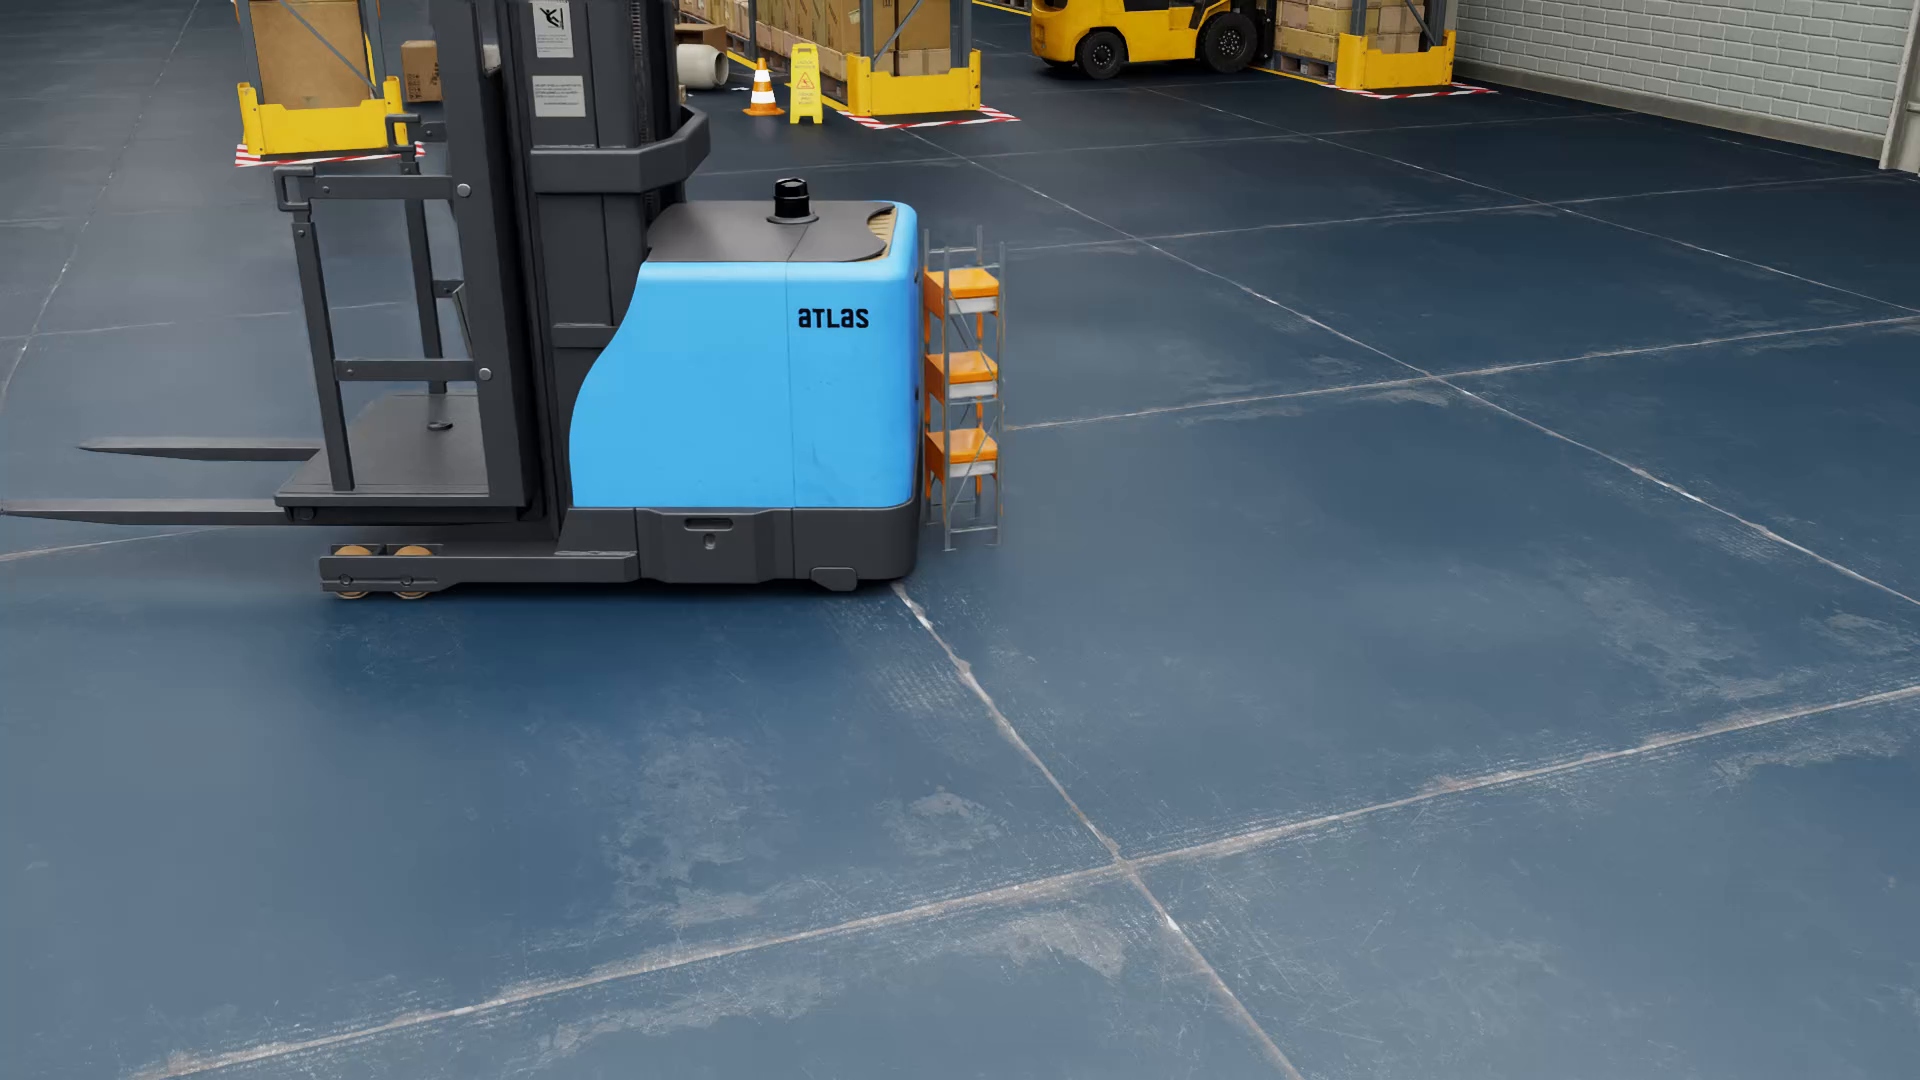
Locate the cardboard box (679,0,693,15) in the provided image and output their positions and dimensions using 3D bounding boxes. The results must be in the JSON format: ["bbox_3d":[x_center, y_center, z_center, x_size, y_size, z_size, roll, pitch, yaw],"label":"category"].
[{"bbox_3d":[-3.015,-6.878,21.050,0.950,0.372,0.625,-10,25,-23],"label":"cardboard box"}]

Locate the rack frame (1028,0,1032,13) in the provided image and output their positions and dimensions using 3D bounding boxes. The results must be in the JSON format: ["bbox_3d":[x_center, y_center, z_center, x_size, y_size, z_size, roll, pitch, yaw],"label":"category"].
[{"bbox_3d":[1.437,-8.785,22.730,1.000,3.000,0.127,-8,24,-19],"label":"rack frame"}]

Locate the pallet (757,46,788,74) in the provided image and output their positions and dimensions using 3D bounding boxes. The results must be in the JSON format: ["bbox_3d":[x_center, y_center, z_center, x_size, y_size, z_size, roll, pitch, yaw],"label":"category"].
[{"bbox_3d":[-1.522,-5.125,17.637,1.003,0.211,1.213,-8,24,-19],"label":"pallet"}]

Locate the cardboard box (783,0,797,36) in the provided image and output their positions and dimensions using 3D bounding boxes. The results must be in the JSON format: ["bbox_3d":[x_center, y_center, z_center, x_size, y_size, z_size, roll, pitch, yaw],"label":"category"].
[{"bbox_3d":[-1.455,-5.288,16.468,0.500,0.500,0.500,-7,24,-16],"label":"cardboard box"}]

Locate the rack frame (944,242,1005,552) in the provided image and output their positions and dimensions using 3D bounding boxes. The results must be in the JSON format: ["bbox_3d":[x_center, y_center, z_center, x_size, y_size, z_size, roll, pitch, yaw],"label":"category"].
[{"bbox_3d":[0.045,-0.454,5.476,0.200,1.050,0.008,-6,24,-15],"label":"rack frame"}]

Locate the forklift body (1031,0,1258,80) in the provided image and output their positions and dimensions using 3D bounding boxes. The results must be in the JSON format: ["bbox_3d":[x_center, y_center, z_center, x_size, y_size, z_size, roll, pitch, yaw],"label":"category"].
[{"bbox_3d":[1.886,-5.925,17.039,2.313,2.155,1.214,-8,24,-19],"label":"forklift body"}]

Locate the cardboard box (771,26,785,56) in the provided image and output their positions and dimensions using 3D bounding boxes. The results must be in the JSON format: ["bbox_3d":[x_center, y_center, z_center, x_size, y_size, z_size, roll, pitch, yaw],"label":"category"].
[{"bbox_3d":[-1.637,-5.131,17.062,0.500,0.250,0.500,-7,24,-16],"label":"cardboard box"}]

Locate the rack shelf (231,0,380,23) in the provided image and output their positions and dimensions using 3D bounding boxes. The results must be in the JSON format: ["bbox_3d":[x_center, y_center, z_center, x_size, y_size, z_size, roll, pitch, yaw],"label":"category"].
[{"bbox_3d":[-5.681,-4.875,14.380,1.077,0.370,4.000,-8,24,-19],"label":"rack shelf"}]

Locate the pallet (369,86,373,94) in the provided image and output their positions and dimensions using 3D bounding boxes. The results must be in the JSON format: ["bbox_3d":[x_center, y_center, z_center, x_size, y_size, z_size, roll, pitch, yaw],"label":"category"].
[{"bbox_3d":[-5.757,-3.917,14.771,1.003,0.211,1.213,-8,24,-19],"label":"pallet"}]

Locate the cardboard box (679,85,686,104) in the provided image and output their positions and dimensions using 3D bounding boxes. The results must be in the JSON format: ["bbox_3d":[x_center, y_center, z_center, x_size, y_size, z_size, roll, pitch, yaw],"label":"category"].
[{"bbox_3d":[-2.732,-4.080,15.240,0.380,0.149,0.250,4,23,9],"label":"cardboard box"}]

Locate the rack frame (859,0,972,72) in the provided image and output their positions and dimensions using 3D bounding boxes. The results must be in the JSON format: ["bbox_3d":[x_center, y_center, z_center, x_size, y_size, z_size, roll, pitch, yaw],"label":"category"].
[{"bbox_3d":[-0.379,-5.195,14.214,1.000,3.000,0.127,-8,24,-19],"label":"rack frame"}]

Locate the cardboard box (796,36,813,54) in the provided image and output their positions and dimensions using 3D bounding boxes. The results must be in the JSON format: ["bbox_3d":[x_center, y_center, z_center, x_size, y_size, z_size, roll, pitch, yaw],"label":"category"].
[{"bbox_3d":[-1.282,-4.757,16.175,0.500,0.250,0.500,-9,25,-21],"label":"cardboard box"}]

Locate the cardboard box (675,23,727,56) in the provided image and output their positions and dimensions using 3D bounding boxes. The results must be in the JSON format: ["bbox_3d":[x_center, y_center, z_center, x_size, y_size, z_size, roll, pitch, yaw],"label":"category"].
[{"bbox_3d":[-2.687,-4.922,16.781,0.500,0.500,0.500,8,24,18],"label":"cardboard box"}]

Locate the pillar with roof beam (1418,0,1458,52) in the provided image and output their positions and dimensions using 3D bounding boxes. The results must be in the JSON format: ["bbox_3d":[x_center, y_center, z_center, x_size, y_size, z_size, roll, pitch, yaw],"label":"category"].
[{"bbox_3d":[0.833,-8.428,14.161,9.100,9.000,0.400,-8,24,-19],"label":"pillar with roof beam"}]

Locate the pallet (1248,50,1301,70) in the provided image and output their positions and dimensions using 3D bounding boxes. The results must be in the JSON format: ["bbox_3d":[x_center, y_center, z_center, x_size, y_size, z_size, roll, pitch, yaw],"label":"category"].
[{"bbox_3d":[3.527,-5.308,18.071,1.003,0.211,1.213,-8,24,-19],"label":"pallet"}]

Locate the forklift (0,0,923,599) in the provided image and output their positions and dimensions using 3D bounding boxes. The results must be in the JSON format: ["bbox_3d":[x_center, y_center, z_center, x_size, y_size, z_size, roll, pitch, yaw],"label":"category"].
[{"bbox_3d":[-1.655,-1.367,5.220,3.031,2.935,1.130,0,23,0],"label":"forklift"}]

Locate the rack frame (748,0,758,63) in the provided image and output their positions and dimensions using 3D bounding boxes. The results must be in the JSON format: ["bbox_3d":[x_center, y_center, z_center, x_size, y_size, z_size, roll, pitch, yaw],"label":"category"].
[{"bbox_3d":[-1.792,-6.649,17.663,1.000,3.000,0.127,-8,24,-19],"label":"rack frame"}]

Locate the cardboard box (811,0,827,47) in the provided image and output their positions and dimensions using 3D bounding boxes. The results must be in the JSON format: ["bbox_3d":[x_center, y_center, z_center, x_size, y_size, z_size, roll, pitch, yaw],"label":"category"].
[{"bbox_3d":[-1.094,-4.912,15.576,0.500,0.500,0.500,-7,24,-17],"label":"cardboard box"}]

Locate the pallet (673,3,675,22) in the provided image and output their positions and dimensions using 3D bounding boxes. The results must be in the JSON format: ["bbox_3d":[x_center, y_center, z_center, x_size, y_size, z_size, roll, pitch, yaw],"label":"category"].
[{"bbox_3d":[-3.413,-7.114,22.357,1.003,0.211,1.213,-8,24,-19],"label":"pallet"}]

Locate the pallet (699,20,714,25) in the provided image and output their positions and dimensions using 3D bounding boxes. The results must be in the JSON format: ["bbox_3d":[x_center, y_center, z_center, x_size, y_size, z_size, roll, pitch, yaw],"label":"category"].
[{"bbox_3d":[-2.503,-6.090,19.928,1.003,0.211,1.213,-8,24,-19],"label":"pallet"}]

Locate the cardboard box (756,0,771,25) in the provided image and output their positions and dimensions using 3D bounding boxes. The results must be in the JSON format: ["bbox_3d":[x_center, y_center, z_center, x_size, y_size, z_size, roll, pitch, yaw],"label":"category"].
[{"bbox_3d":[-1.836,-5.669,17.373,0.500,0.500,0.500,-7,24,-16],"label":"cardboard box"}]

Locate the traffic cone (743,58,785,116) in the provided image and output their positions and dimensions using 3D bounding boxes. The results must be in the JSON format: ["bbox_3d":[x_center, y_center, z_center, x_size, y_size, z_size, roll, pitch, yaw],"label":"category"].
[{"bbox_3d":[-1.738,-4.006,14.658,0.336,0.463,0.334,-8,24,-19],"label":"traffic cone"}]

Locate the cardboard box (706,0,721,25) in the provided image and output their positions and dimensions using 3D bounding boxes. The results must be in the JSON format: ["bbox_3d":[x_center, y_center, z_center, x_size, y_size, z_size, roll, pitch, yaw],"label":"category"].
[{"bbox_3d":[-2.484,-6.335,19.760,0.950,0.372,0.625,-8,24,-17],"label":"cardboard box"}]

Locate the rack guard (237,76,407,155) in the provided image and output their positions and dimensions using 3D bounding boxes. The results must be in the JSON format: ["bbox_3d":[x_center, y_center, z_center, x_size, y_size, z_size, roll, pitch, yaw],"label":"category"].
[{"bbox_3d":[-4.966,-3.319,12.981,1.175,0.500,0.348,-8,24,-19],"label":"rack guard"}]

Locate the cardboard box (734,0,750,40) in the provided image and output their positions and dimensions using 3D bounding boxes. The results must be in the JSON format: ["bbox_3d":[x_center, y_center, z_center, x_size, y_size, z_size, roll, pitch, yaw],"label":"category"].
[{"bbox_3d":[-1.980,-5.822,18.543,0.950,0.372,0.625,-8,24,-18],"label":"cardboard box"}]

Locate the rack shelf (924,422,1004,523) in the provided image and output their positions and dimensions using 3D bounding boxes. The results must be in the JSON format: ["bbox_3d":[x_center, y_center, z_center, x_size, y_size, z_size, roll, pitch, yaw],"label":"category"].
[{"bbox_3d":[0.011,-0.234,5.696,0.215,0.259,0.240,-6,24,-15],"label":"rack shelf"}]

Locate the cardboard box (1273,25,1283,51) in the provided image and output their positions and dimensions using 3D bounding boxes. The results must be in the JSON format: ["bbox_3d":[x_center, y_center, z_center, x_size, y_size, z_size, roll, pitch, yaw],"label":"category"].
[{"bbox_3d":[3.466,-5.297,17.454,0.500,0.250,0.500,-8,24,-18],"label":"cardboard box"}]

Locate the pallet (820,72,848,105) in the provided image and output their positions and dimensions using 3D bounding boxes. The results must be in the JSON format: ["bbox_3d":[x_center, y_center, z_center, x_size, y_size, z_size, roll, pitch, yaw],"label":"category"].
[{"bbox_3d":[-0.660,-4.238,15.533,1.003,0.211,1.213,-8,24,-19],"label":"pallet"}]

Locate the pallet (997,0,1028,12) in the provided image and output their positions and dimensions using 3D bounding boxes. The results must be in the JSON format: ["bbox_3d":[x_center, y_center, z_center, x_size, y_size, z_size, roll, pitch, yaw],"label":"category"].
[{"bbox_3d":[1.209,-7.776,23.928,1.003,0.211,1.213,-8,24,-19],"label":"pallet"}]

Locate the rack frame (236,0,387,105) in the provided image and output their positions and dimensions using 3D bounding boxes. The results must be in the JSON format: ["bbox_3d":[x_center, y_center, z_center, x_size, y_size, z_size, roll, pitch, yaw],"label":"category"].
[{"bbox_3d":[-4.974,-4.479,12.516,1.000,3.000,0.127,-8,24,-19],"label":"rack frame"}]

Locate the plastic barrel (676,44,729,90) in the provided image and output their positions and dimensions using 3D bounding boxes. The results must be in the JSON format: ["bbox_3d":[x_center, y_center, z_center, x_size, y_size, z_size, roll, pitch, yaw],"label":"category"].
[{"bbox_3d":[-2.525,-4.551,16.003,0.512,0.421,0.421,8,24,18],"label":"plastic barrel"}]

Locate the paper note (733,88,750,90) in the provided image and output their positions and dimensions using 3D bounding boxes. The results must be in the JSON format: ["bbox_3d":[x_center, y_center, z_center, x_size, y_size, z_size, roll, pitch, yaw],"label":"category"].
[{"bbox_3d":[-2.116,-4.366,16.069,0.142,0.019,0.148,-18,29,-37],"label":"paper note"}]

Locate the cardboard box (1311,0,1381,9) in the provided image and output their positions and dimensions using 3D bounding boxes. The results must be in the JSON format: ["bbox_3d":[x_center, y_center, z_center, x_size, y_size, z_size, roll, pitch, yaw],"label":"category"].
[{"bbox_3d":[3.809,-5.389,16.387,0.500,0.250,0.500,-8,24,-17],"label":"cardboard box"}]

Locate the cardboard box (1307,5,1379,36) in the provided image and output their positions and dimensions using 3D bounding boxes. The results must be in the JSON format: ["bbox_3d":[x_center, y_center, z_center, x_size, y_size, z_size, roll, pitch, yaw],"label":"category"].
[{"bbox_3d":[3.799,-5.169,16.507,0.500,0.250,0.500,-9,24,-20],"label":"cardboard box"}]

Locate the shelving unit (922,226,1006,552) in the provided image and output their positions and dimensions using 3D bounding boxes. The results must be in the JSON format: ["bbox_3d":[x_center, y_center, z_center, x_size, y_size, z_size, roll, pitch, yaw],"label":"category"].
[{"bbox_3d":[0.011,-0.500,5.584,0.215,1.050,0.252,-6,24,-15],"label":"shelving unit"}]

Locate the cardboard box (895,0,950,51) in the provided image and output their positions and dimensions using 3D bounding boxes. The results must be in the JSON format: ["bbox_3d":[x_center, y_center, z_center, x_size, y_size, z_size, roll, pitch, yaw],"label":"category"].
[{"bbox_3d":[-0.414,-4.807,15.327,0.500,0.500,0.500,-9,25,-21],"label":"cardboard box"}]

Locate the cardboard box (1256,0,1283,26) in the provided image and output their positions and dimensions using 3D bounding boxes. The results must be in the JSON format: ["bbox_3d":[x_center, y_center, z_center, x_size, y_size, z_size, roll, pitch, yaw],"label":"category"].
[{"bbox_3d":[3.430,-5.537,17.381,0.500,0.250,0.500,-9,24,-20],"label":"cardboard box"}]

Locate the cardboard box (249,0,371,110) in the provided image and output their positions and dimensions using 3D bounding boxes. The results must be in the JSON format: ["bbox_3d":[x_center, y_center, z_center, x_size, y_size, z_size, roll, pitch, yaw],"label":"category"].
[{"bbox_3d":[-5.276,-3.931,13.410,0.875,0.875,0.875,-8,24,-19],"label":"cardboard box"}]

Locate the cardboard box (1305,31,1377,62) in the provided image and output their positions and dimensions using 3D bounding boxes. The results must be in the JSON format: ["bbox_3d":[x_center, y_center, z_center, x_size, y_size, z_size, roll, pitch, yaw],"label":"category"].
[{"bbox_3d":[3.802,-4.932,16.588,0.500,0.250,0.500,-8,24,-19],"label":"cardboard box"}]

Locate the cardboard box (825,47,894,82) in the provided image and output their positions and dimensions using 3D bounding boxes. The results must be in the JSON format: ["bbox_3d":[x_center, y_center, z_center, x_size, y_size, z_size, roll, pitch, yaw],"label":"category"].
[{"bbox_3d":[-0.925,-4.387,15.297,0.500,0.250,0.500,-8,24,-19],"label":"cardboard box"}]
